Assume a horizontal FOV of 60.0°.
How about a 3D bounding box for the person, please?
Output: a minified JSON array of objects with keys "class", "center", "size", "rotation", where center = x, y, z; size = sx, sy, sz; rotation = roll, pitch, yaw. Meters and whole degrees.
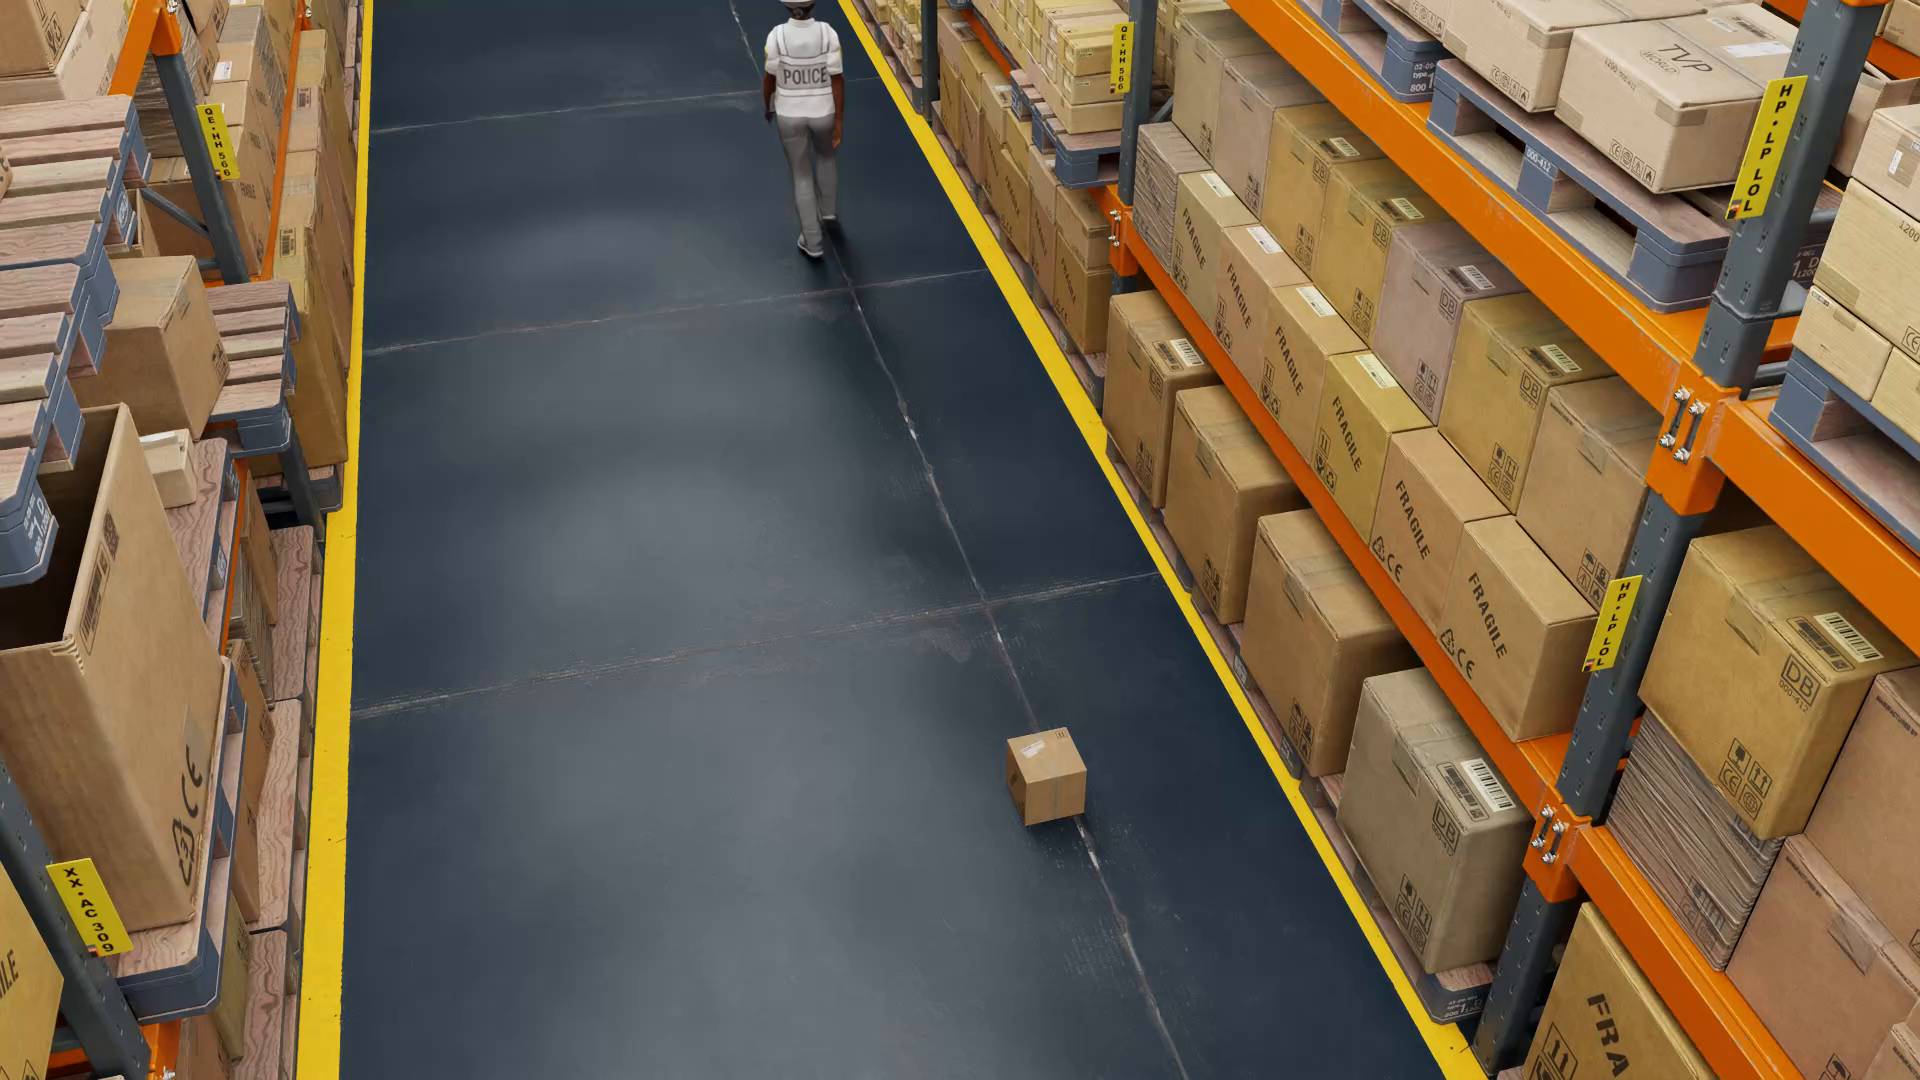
[{"class":"person","center":[-0.930,-2.538,9.917],"size":[0.461,1.741,0.675],"rotation":[-8,39,-10]}]
